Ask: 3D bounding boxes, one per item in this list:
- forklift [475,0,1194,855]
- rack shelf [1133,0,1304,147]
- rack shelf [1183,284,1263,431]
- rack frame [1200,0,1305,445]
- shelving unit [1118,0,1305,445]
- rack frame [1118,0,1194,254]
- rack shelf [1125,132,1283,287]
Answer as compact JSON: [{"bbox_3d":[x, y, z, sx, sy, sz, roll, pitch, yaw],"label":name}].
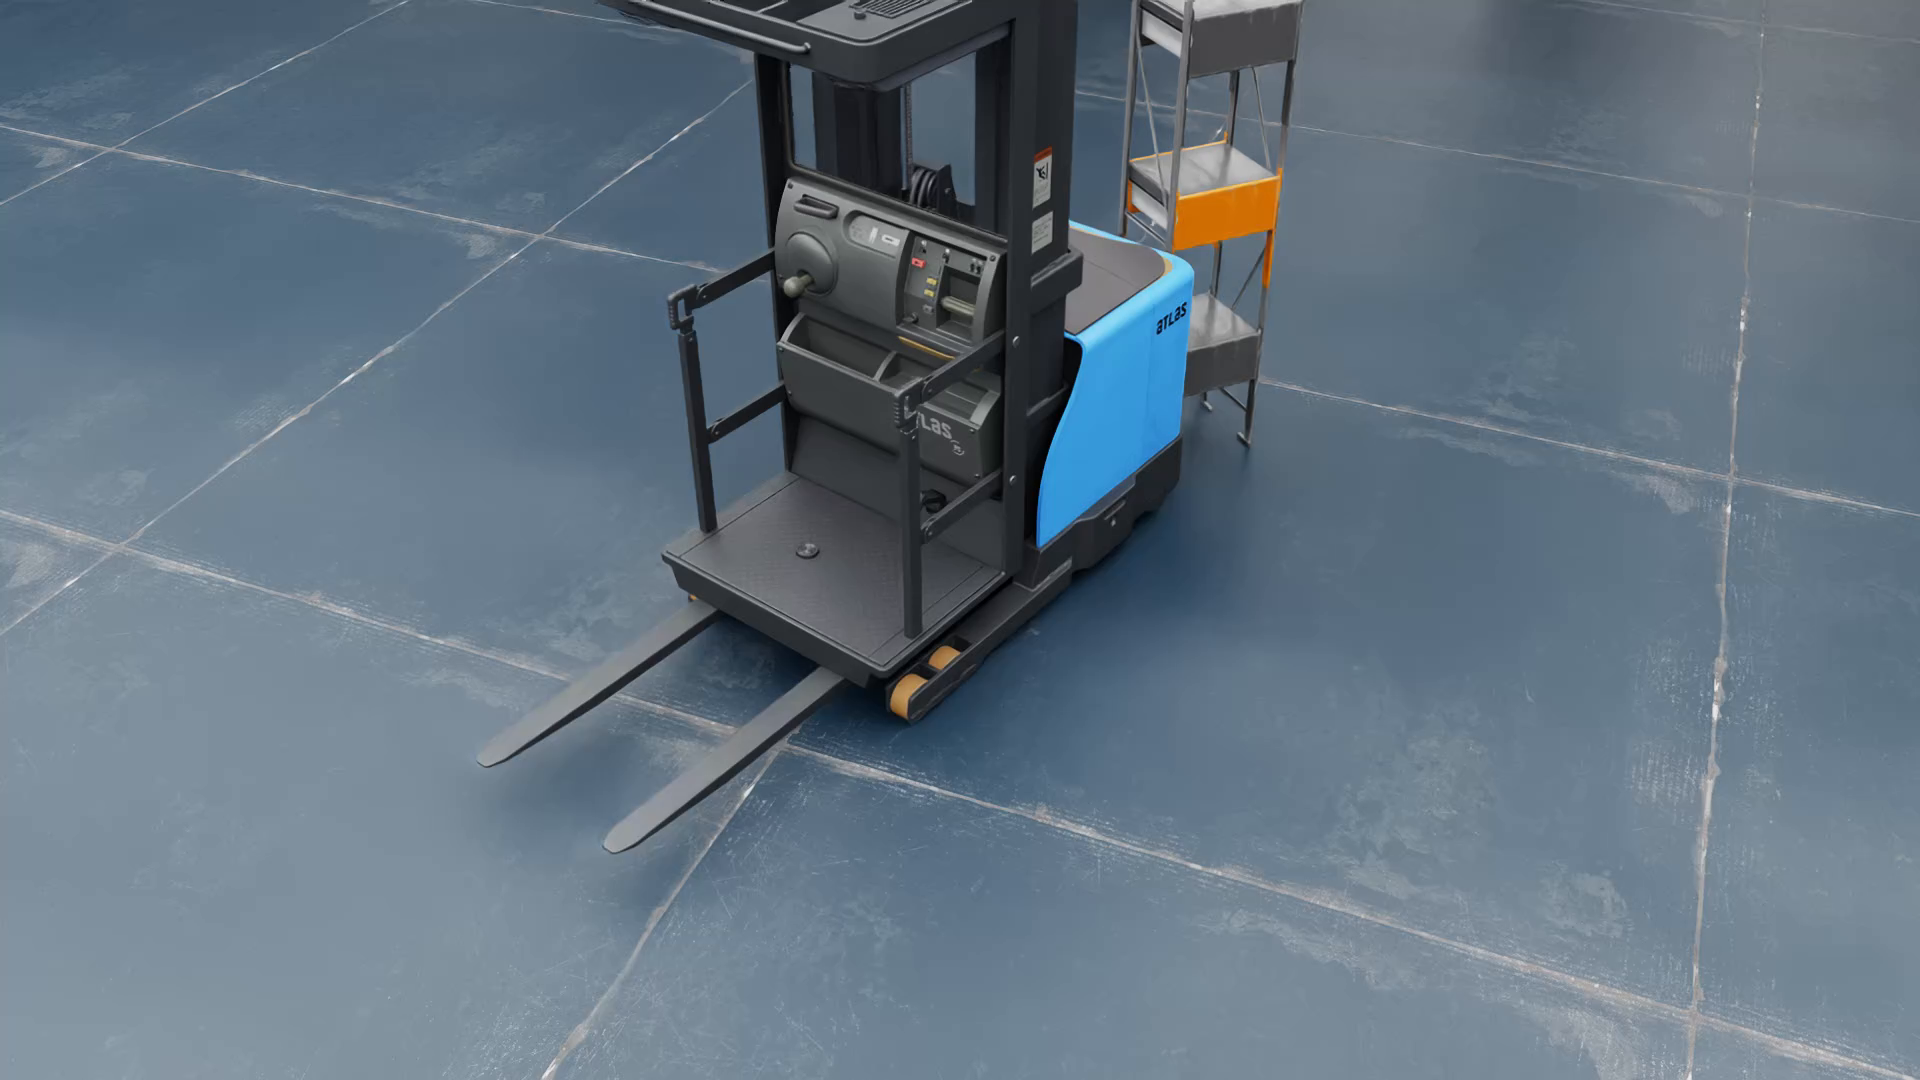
[{"bbox_3d":[-0.386,-0.869,5.465,1.130,2.935,3.031,25,44,30],"label":"forklift"},{"bbox_3d":[0.964,-1.860,6.337,0.480,0.518,0.431,-16,39,-20],"label":"rack shelf"},{"bbox_3d":[0.965,-0.736,7.172,0.480,0.518,0.431,-16,39,-20],"label":"rack shelf"},{"bbox_3d":[1.185,-1.371,6.829,0.015,2.100,0.400,-16,39,-20],"label":"rack frame"},{"bbox_3d":[0.965,-1.309,6.746,0.503,2.100,0.431,-16,39,-20],"label":"shelving unit"},{"bbox_3d":[0.744,-1.247,6.663,0.015,2.100,0.400,-16,39,-20],"label":"rack frame"},{"bbox_3d":[0.965,-1.298,6.754,0.480,0.518,0.431,-16,39,-20],"label":"rack shelf"}]
